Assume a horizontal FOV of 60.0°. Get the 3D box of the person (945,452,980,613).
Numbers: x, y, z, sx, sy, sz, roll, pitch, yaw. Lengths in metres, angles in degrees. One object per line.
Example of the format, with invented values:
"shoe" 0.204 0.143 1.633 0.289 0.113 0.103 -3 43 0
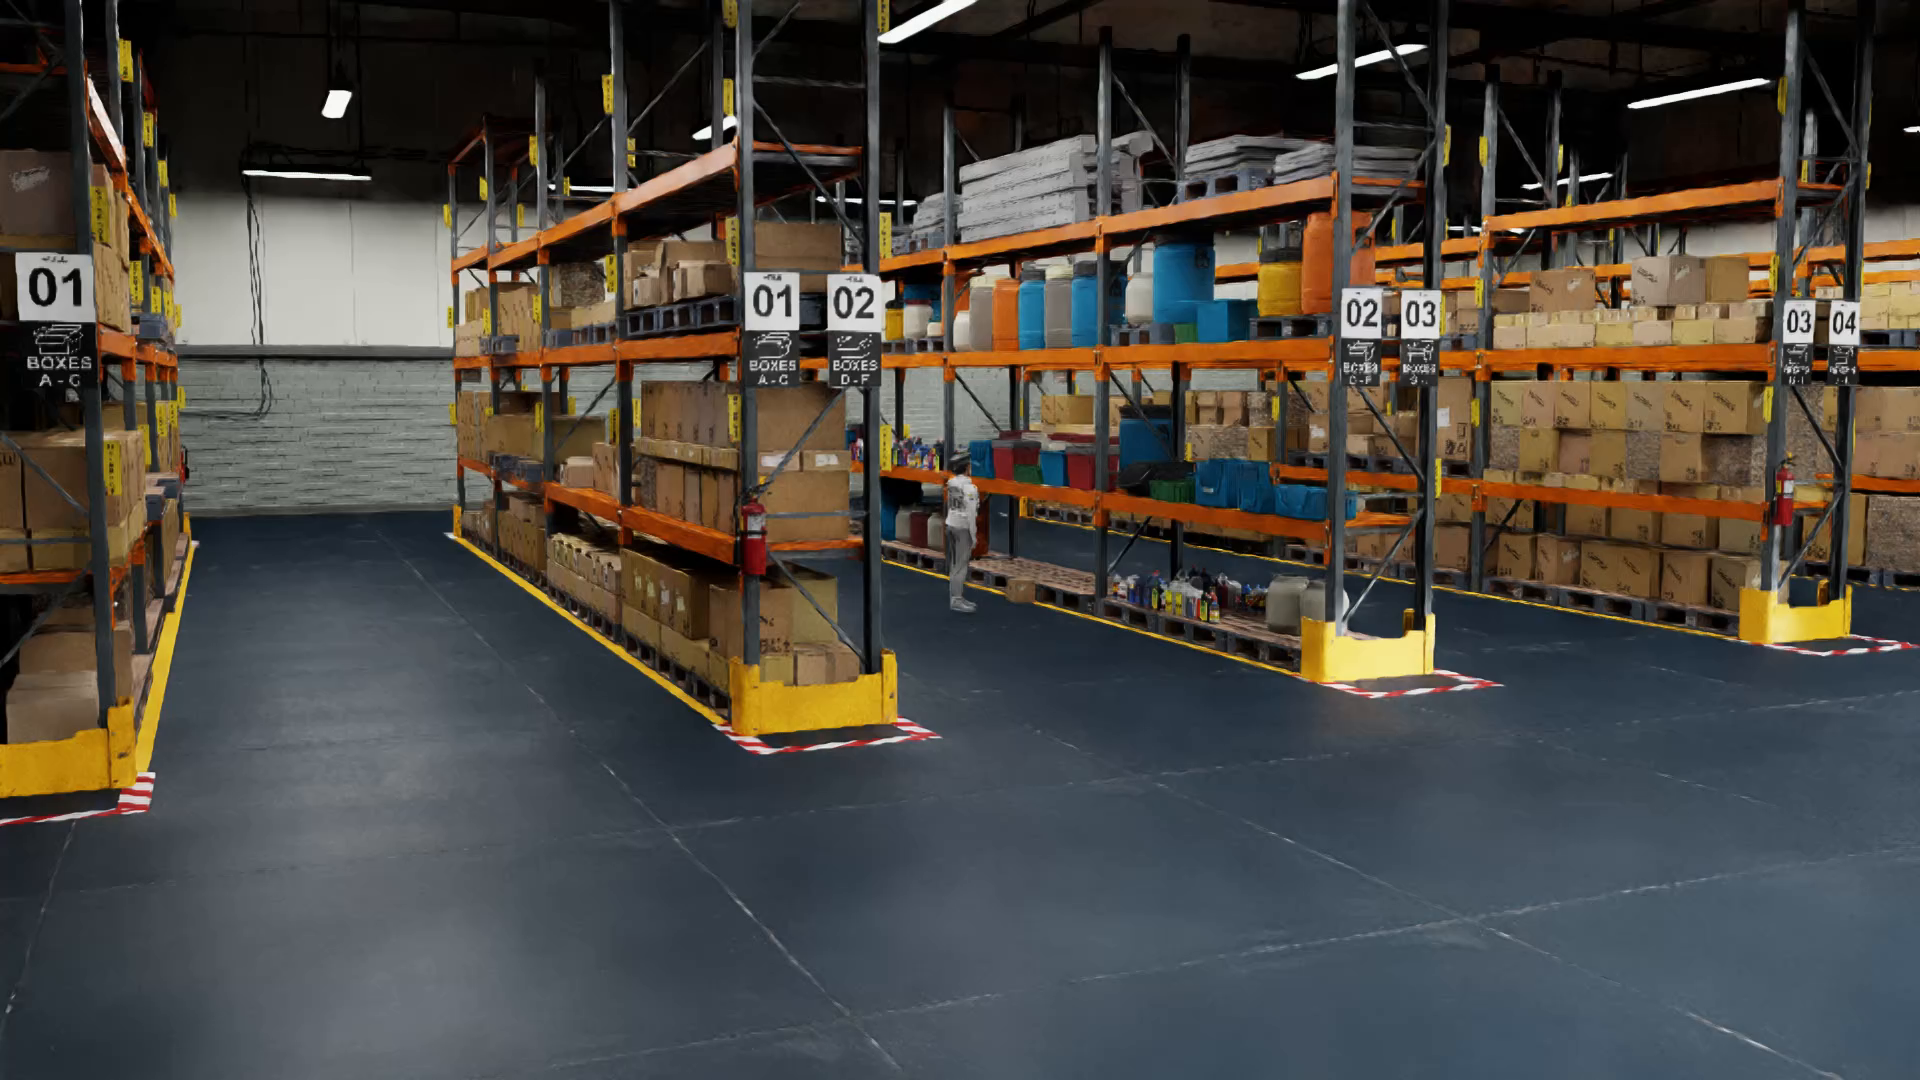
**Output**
"person" 0.025 -0.095 17.722 0.423 1.683 0.603 -3 6 -27
